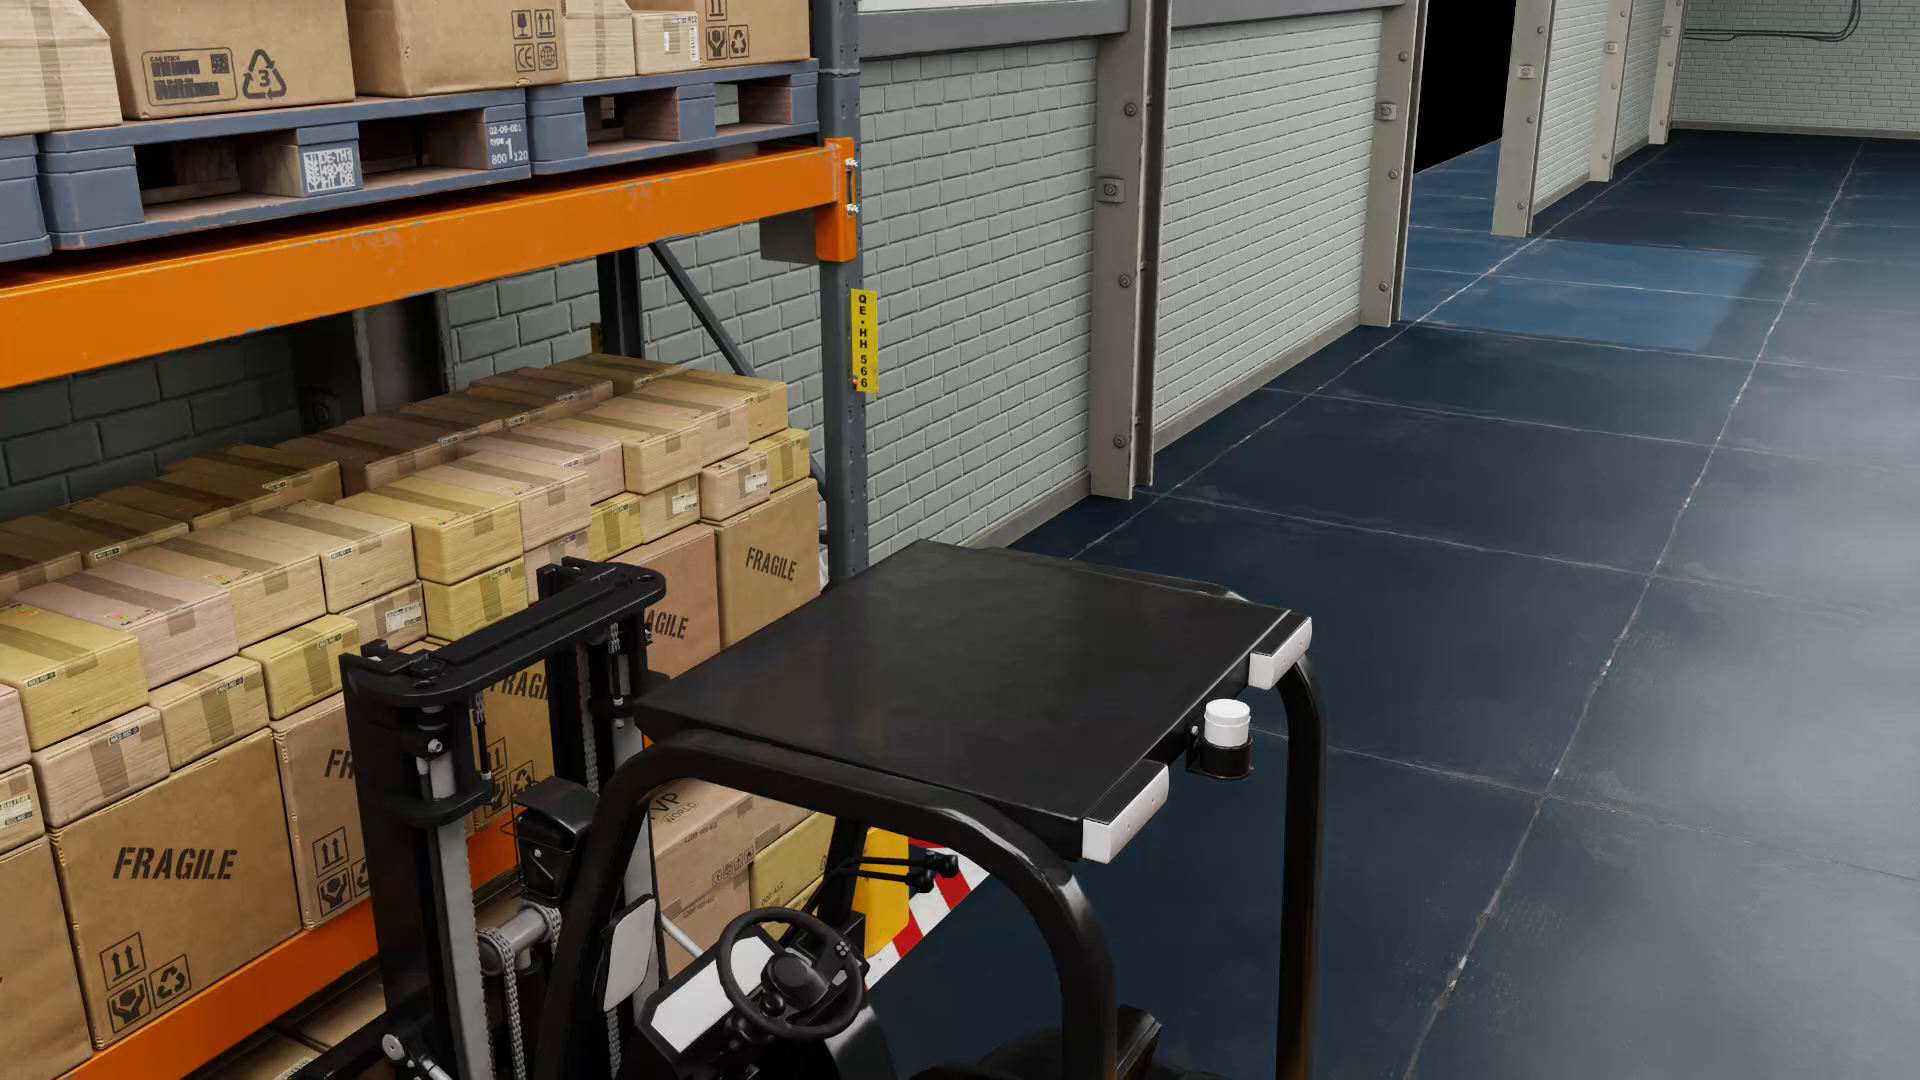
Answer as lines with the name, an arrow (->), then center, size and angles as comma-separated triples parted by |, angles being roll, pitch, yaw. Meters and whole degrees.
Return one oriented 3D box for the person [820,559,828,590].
person -> -0.857, 0.331, 7.686 | 0.480, 0.971, 0.861 | 11, 22, 27
